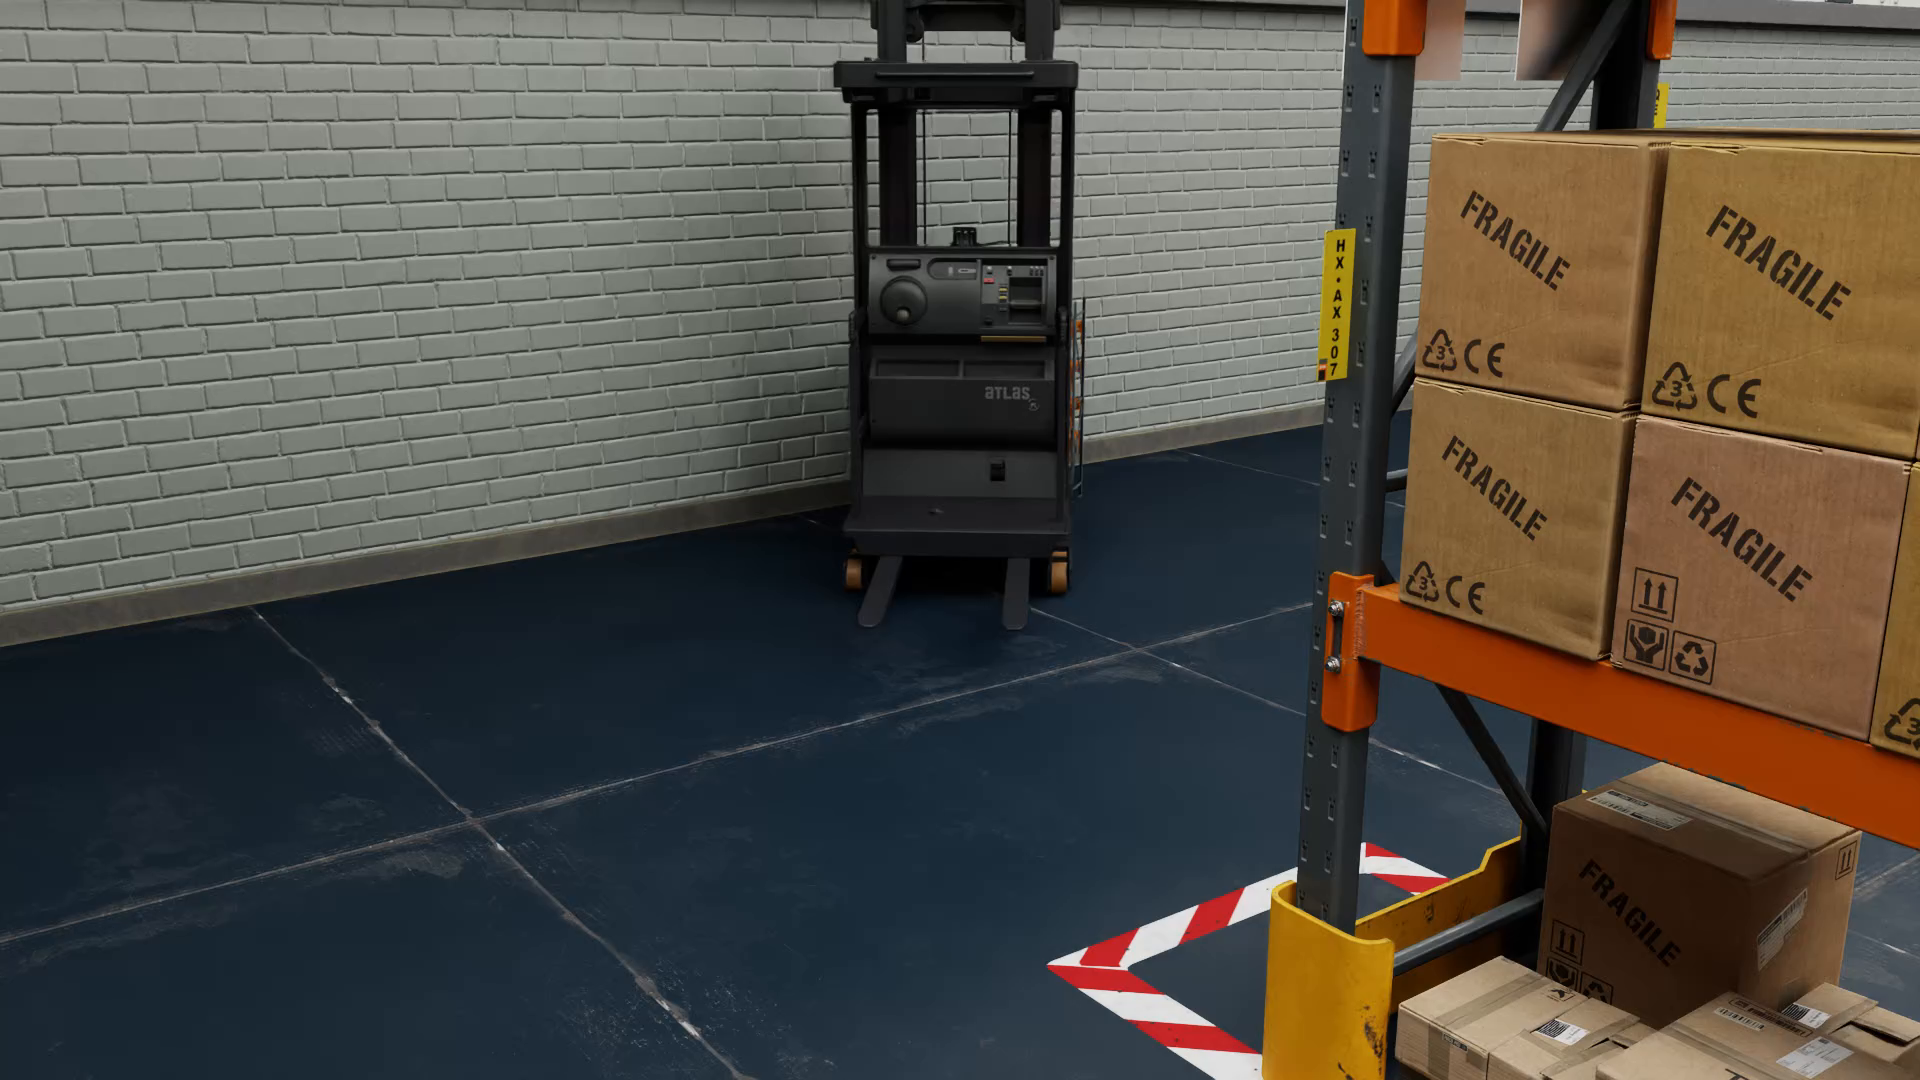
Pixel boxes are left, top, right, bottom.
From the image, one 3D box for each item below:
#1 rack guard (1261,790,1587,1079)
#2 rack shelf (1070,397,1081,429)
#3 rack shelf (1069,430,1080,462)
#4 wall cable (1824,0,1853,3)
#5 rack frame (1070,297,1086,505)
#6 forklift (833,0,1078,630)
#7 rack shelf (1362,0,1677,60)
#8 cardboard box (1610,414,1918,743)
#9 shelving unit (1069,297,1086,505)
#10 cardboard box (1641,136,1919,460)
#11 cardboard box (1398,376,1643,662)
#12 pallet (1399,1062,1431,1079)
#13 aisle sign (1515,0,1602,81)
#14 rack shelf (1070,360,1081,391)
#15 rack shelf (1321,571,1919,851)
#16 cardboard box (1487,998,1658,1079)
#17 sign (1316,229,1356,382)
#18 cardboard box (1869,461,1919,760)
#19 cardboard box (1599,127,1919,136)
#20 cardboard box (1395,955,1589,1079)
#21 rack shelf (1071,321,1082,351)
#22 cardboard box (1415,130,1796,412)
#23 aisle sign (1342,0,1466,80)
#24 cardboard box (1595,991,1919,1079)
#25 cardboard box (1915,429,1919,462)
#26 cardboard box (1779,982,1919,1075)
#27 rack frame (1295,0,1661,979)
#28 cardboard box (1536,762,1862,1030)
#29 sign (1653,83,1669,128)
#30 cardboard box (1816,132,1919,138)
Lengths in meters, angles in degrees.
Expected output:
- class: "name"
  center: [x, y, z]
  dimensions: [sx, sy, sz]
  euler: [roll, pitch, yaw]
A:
- class: "rack guard"
  center: [1.305, 1.044, 4.313]
  dimensions: [1.175, 0.500, 0.348]
  euler: [-11, 19, -35]
- class: "rack shelf"
  center: [0.461, -0.771, 9.873]
  dimensions: [0.480, 0.148, 0.258]
  euler: [5, 16, 17]
- class: "rack shelf"
  center: [0.461, -0.579, 9.925]
  dimensions: [0.480, 0.148, 0.258]
  euler: [5, 16, 17]
- class: "wall cable"
  center: [8.738, -7.902, 14.807]
  dimensions: [2.277, 5.999, 0.120]
  euler: [-11, 19, -35]
- class: "rack frame"
  center: [0.693, -0.815, 9.782]
  dimensions: [0.015, 1.200, 0.240]
  euler: [5, 16, 17]
- class: "forklift"
  center: [0.002, -1.234, 8.033]
  dimensions: [1.130, 2.935, 3.031]
  euler: [1, 15, 3]
- class: "rack shelf"
  center: [2.436, -0.850, 2.181]
  dimensions: [1.077, 0.370, 4.000]
  euler: [-11, 19, -35]
- class: "cardboard box"
  center: [1.615, 0.019, 3.134]
  dimensions: [0.500, 0.500, 0.500]
  euler: [-11, 19, -35]
- class: "shelving unit"
  center: [0.461, -0.835, 9.855]
  dimensions: [0.503, 1.200, 0.258]
  euler: [5, 16, 17]
- class: "cardboard box"
  center: [1.621, -0.462, 2.998]
  dimensions: [0.500, 0.500, 0.500]
  euler: [-11, 19, -34]
- class: "cardboard box"
  center: [1.307, -0.090, 3.533]
  dimensions: [0.500, 0.500, 0.500]
  euler: [-10, 18, -33]
- class: "pallet"
  center: [1.774, 1.354, 3.730]
  dimensions: [1.003, 0.211, 1.213]
  euler: [-11, 19, -35]
- class: "aisle sign"
  center: [1.468, -1.493, 3.926]
  dimensions: [0.394, 0.787, 0.004]
  euler: [-11, 19, -35]
- class: "rack shelf"
  center: [0.461, -0.986, 9.814]
  dimensions: [0.480, 0.148, 0.258]
  euler: [5, 16, 17]
- class: "rack shelf"
  center: [2.436, 0.597, 2.577]
  dimensions: [1.077, 0.370, 4.000]
  euler: [-11, 19, -35]
- class: "cardboard box"
  center: [1.375, 1.173, 3.642]
  dimensions: [0.380, 0.166, 0.250]
  euler: [-11, 19, -35]
- class: "sign"
  center: [0.821, -0.511, 3.620]
  dimensions: [0.100, 0.325, 0.005]
  euler: [-11, 19, -35]
- class: "cardboard box"
  center: [1.908, 0.127, 2.741]
  dimensions: [0.500, 0.500, 0.500]
  euler: [-11, 19, -35]
- class: "cardboard box"
  center: [1.744, -0.656, 3.706]
  dimensions: [0.500, 0.500, 0.500]
  euler: [-11, 19, -35]
- class: "cardboard box"
  center: [1.228, 1.128, 3.839]
  dimensions: [0.380, 0.149, 0.250]
  euler: [-11, 19, -35]
- class: "rack shelf"
  center: [0.461, -1.214, 9.751]
  dimensions: [0.480, 0.148, 0.258]
  euler: [5, 16, 17]
- class: "cardboard box"
  center: [1.307, -0.572, 3.401]
  dimensions: [0.500, 0.500, 0.500]
  euler: [-10, 18, -33]
- class: "aisle sign"
  center: [0.982, -1.400, 3.586]
  dimensions: [0.394, 0.787, 0.004]
  euler: [-11, 19, -35]
- class: "cardboard box"
  center: [1.644, 1.204, 3.372]
  dimensions: [0.500, 0.250, 0.500]
  euler: [-11, 19, -35]
- class: "cardboard box"
  center: [1.911, -0.354, 2.605]
  dimensions: [0.500, 0.500, 0.500]
  euler: [-11, 19, -34]
- class: "cardboard box"
  center: [1.944, 1.155, 3.707]
  dimensions: [0.380, 0.166, 0.250]
  euler: [-11, 19, -35]
- class: "rack frame"
  center: [1.260, -0.177, 4.042]
  dimensions: [1.000, 3.000, 0.127]
  euler: [-11, 19, -35]
- class: "cardboard box"
  center: [1.779, 0.894, 4.030]
  dimensions: [0.500, 0.500, 0.500]
  euler: [-11, 19, -35]
- class: "sign"
  center: [1.721, -0.970, 4.147]
  dimensions: [0.100, 0.325, 0.005]
  euler: [-11, 19, -35]
- class: "cardboard box"
  center: [2.042, -0.548, 3.312]
  dimensions: [0.500, 0.500, 0.500]
  euler: [-10, 18, -33]
